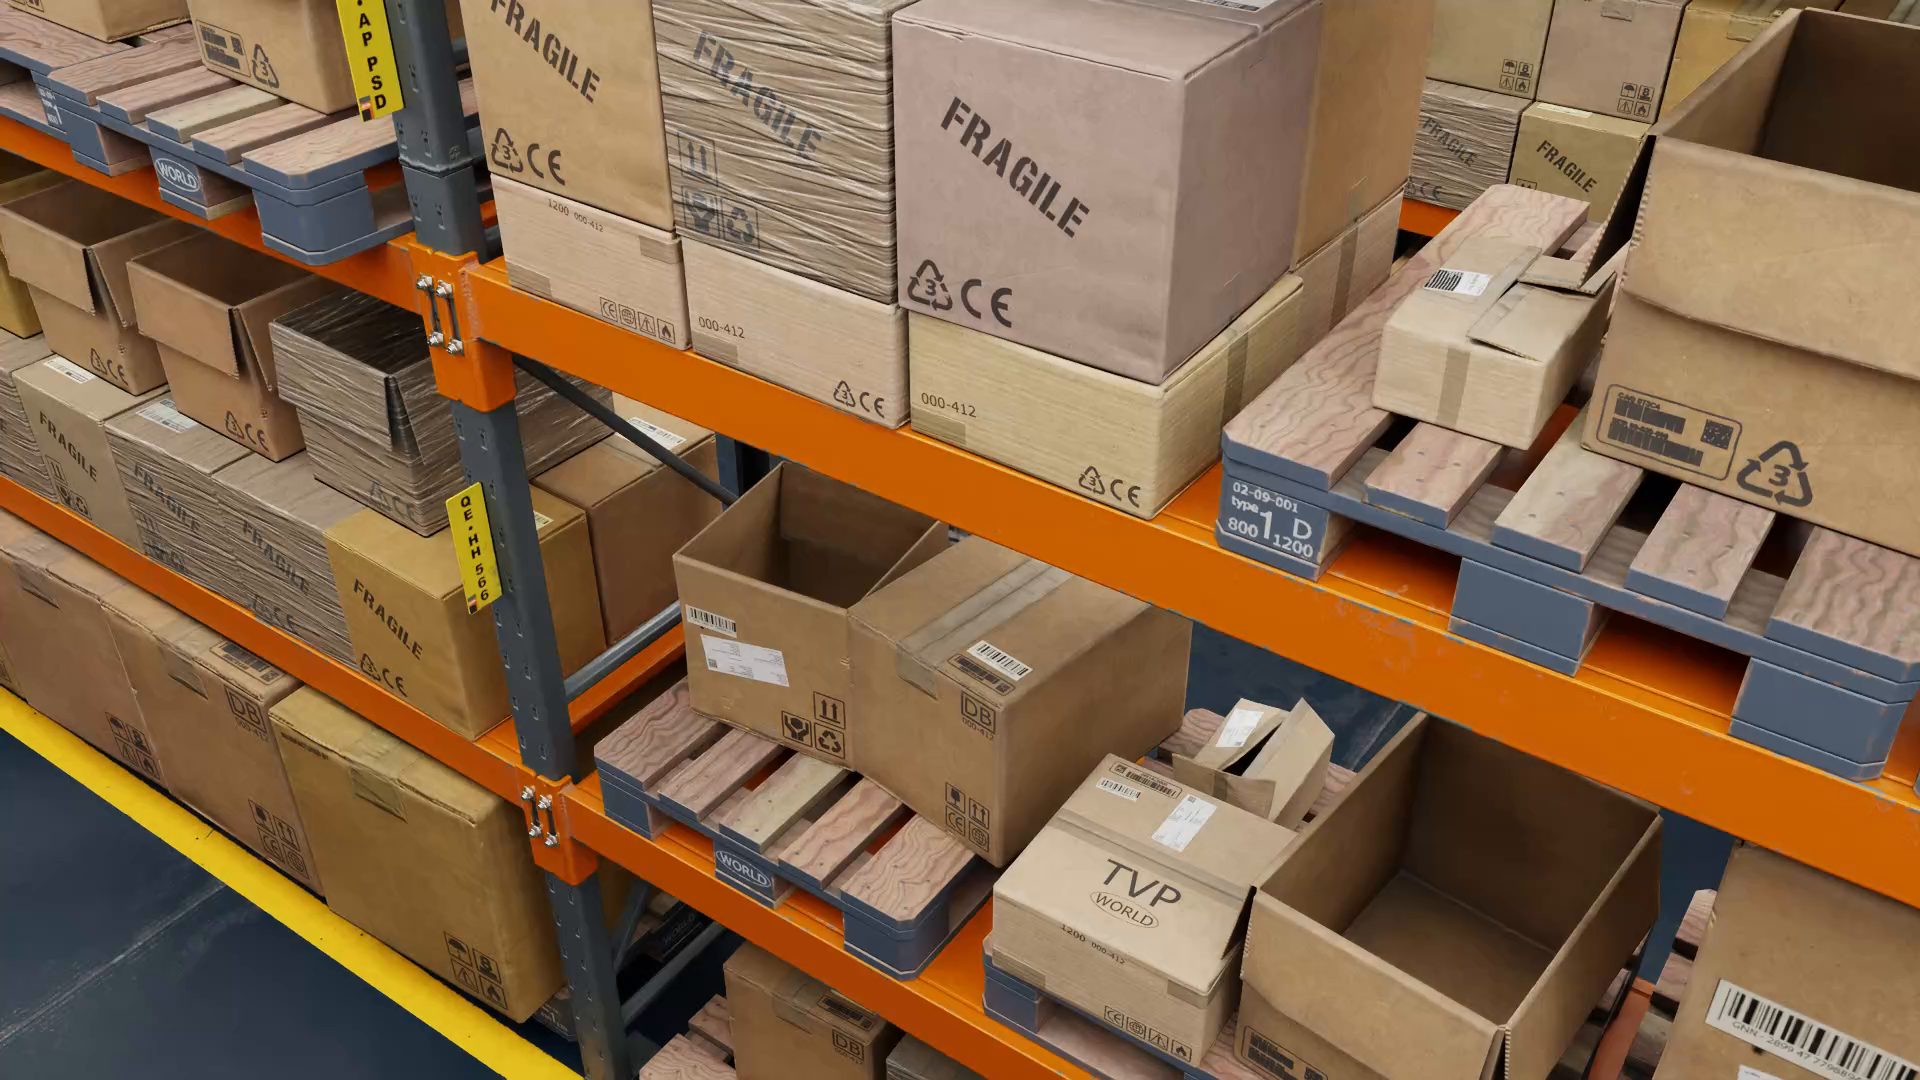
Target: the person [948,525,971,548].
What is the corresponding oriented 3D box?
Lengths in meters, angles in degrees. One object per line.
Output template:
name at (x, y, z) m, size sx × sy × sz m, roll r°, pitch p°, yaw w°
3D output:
person at (-0.037, -0.687, 7.111) m, size 0.556 × 1.686 × 0.459 m, roll 22°, pitch 40°, yaw 28°
